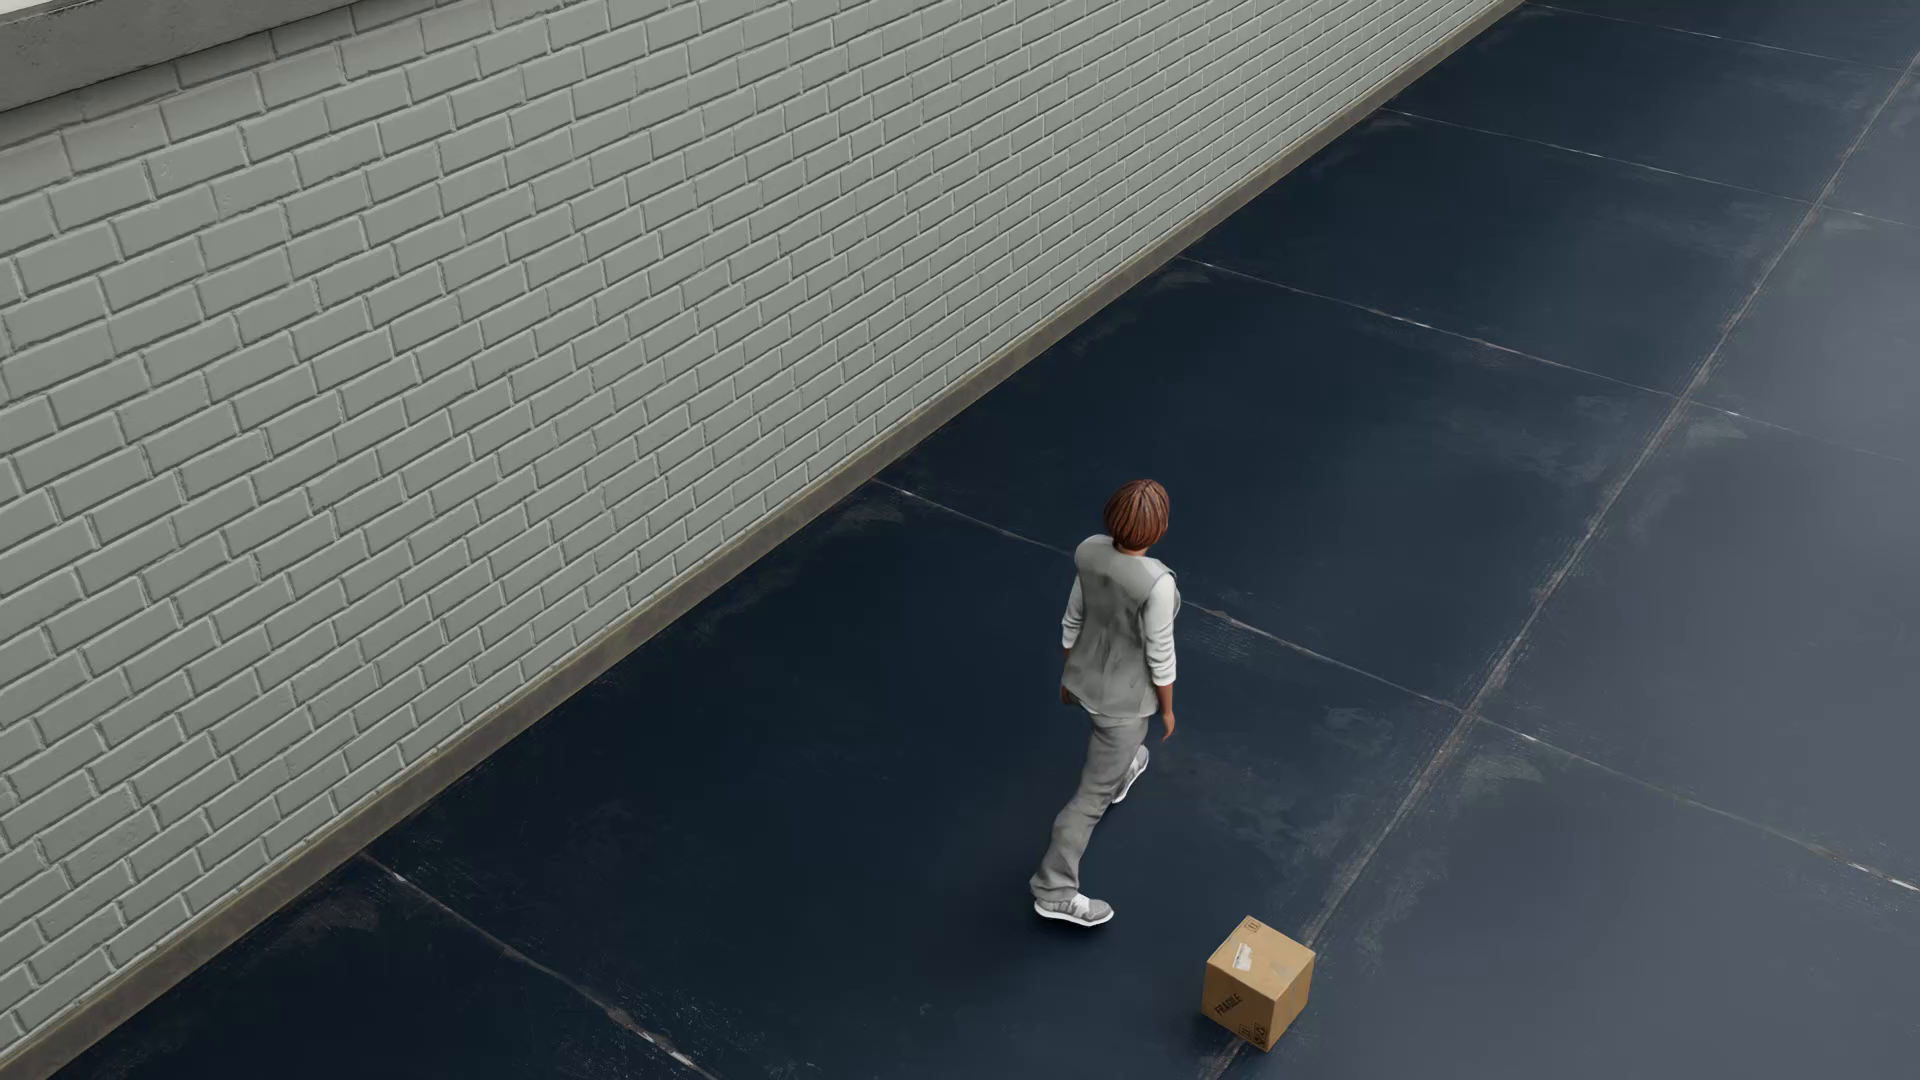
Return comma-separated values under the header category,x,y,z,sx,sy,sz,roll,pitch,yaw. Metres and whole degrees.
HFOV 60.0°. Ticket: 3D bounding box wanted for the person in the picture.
category,x,y,z,sx,sy,sz,roll,pitch,yaw
person,0.519,0.465,5.480,0.815,1.551,0.554,-24,41,-30
